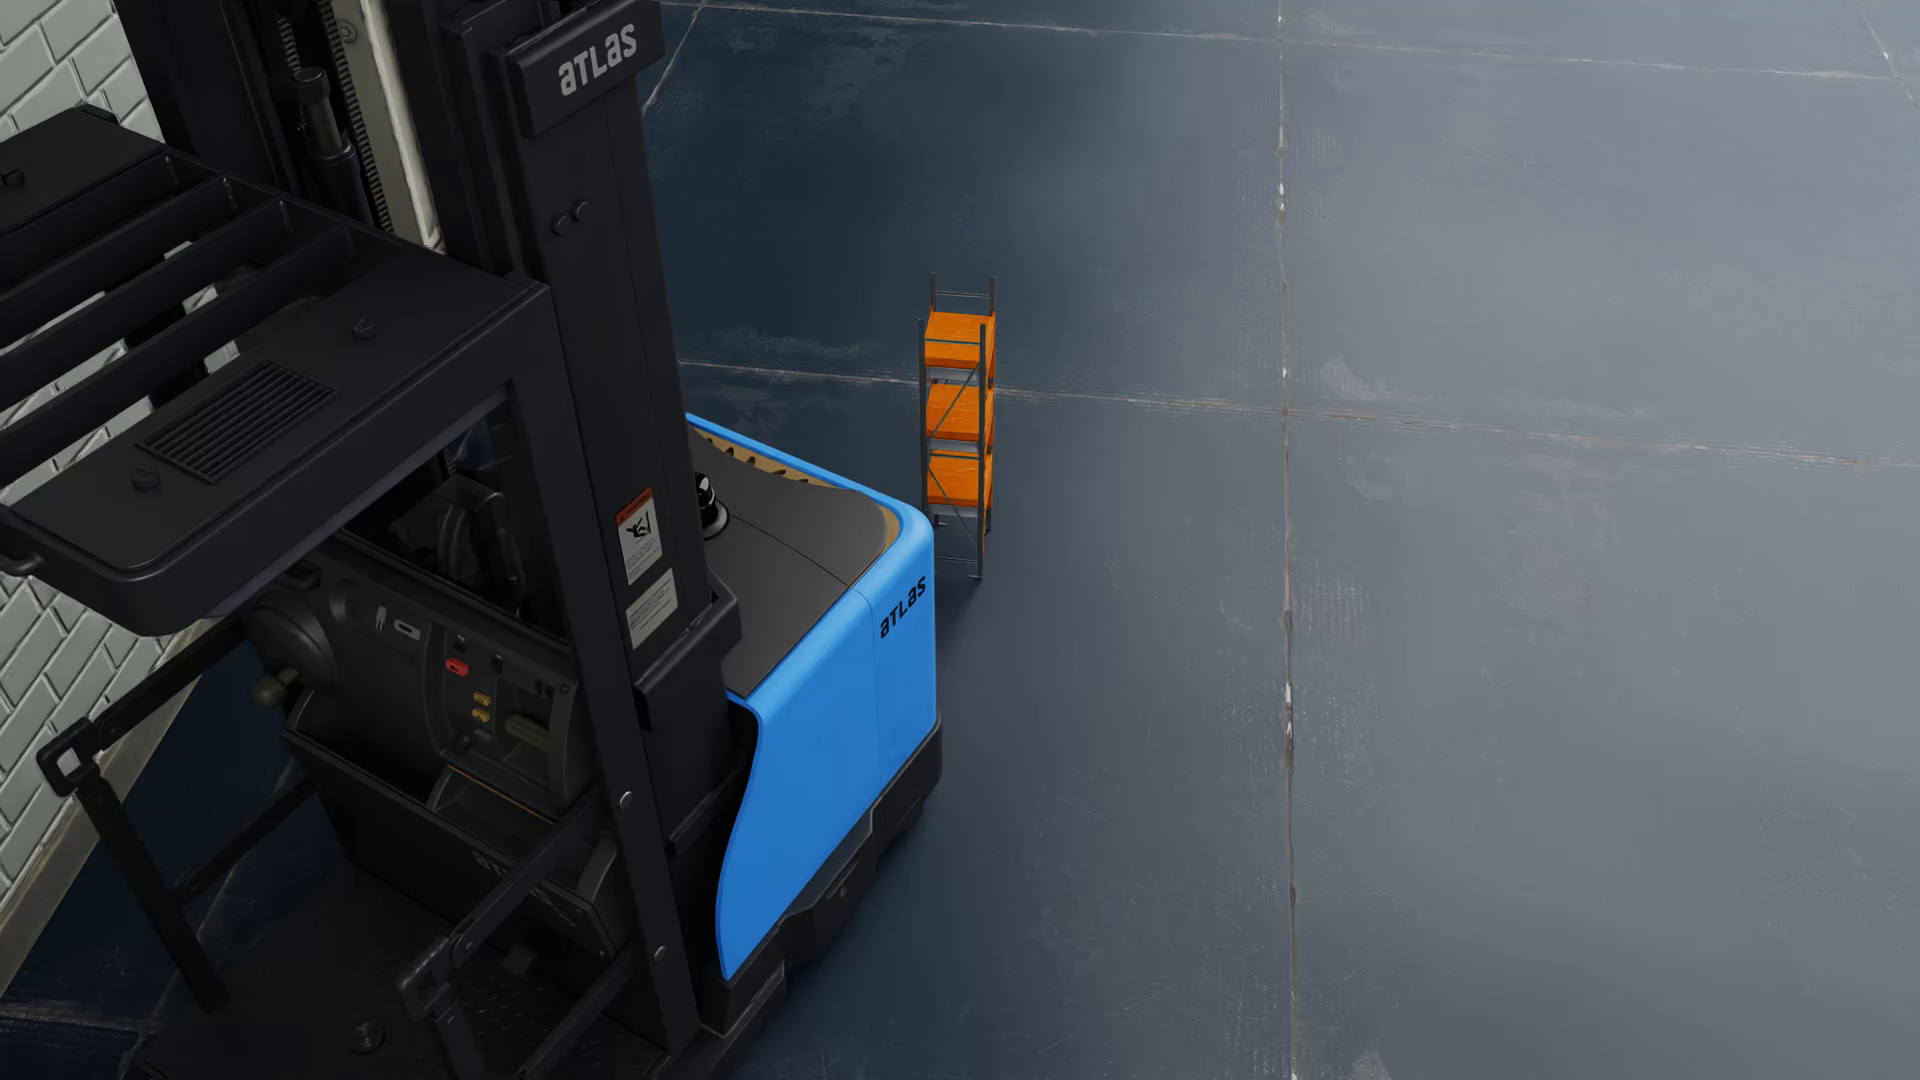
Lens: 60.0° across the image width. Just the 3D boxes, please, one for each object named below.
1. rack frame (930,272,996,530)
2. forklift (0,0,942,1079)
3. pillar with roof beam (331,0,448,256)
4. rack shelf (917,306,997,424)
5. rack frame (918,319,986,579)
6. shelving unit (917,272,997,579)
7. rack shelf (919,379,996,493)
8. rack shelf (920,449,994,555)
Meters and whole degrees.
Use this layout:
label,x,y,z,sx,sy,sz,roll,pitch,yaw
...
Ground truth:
label,x,y,z,sx,sy,sz,roll,pitch,yaw
rack frame,0.009,-0.428,5.438,0.200,1.050,0.008,5,44,6
forklift,-1.250,0.342,3.257,1.130,2.935,3.031,23,48,22
pillar with roof beam,2.204,-3.655,3.066,9.100,9.000,0.400,5,44,6
rack shelf,-0.007,-0.543,5.163,0.215,0.259,0.240,5,44,6
rack frame,-0.023,-0.262,5.263,0.200,1.050,0.008,5,44,6
shelving unit,-0.007,-0.345,5.351,0.215,1.050,0.252,5,44,6
rack shelf,-0.007,-0.337,5.358,0.215,0.259,0.240,5,44,6
rack shelf,-0.007,-0.135,5.549,0.215,0.259,0.240,5,44,6
